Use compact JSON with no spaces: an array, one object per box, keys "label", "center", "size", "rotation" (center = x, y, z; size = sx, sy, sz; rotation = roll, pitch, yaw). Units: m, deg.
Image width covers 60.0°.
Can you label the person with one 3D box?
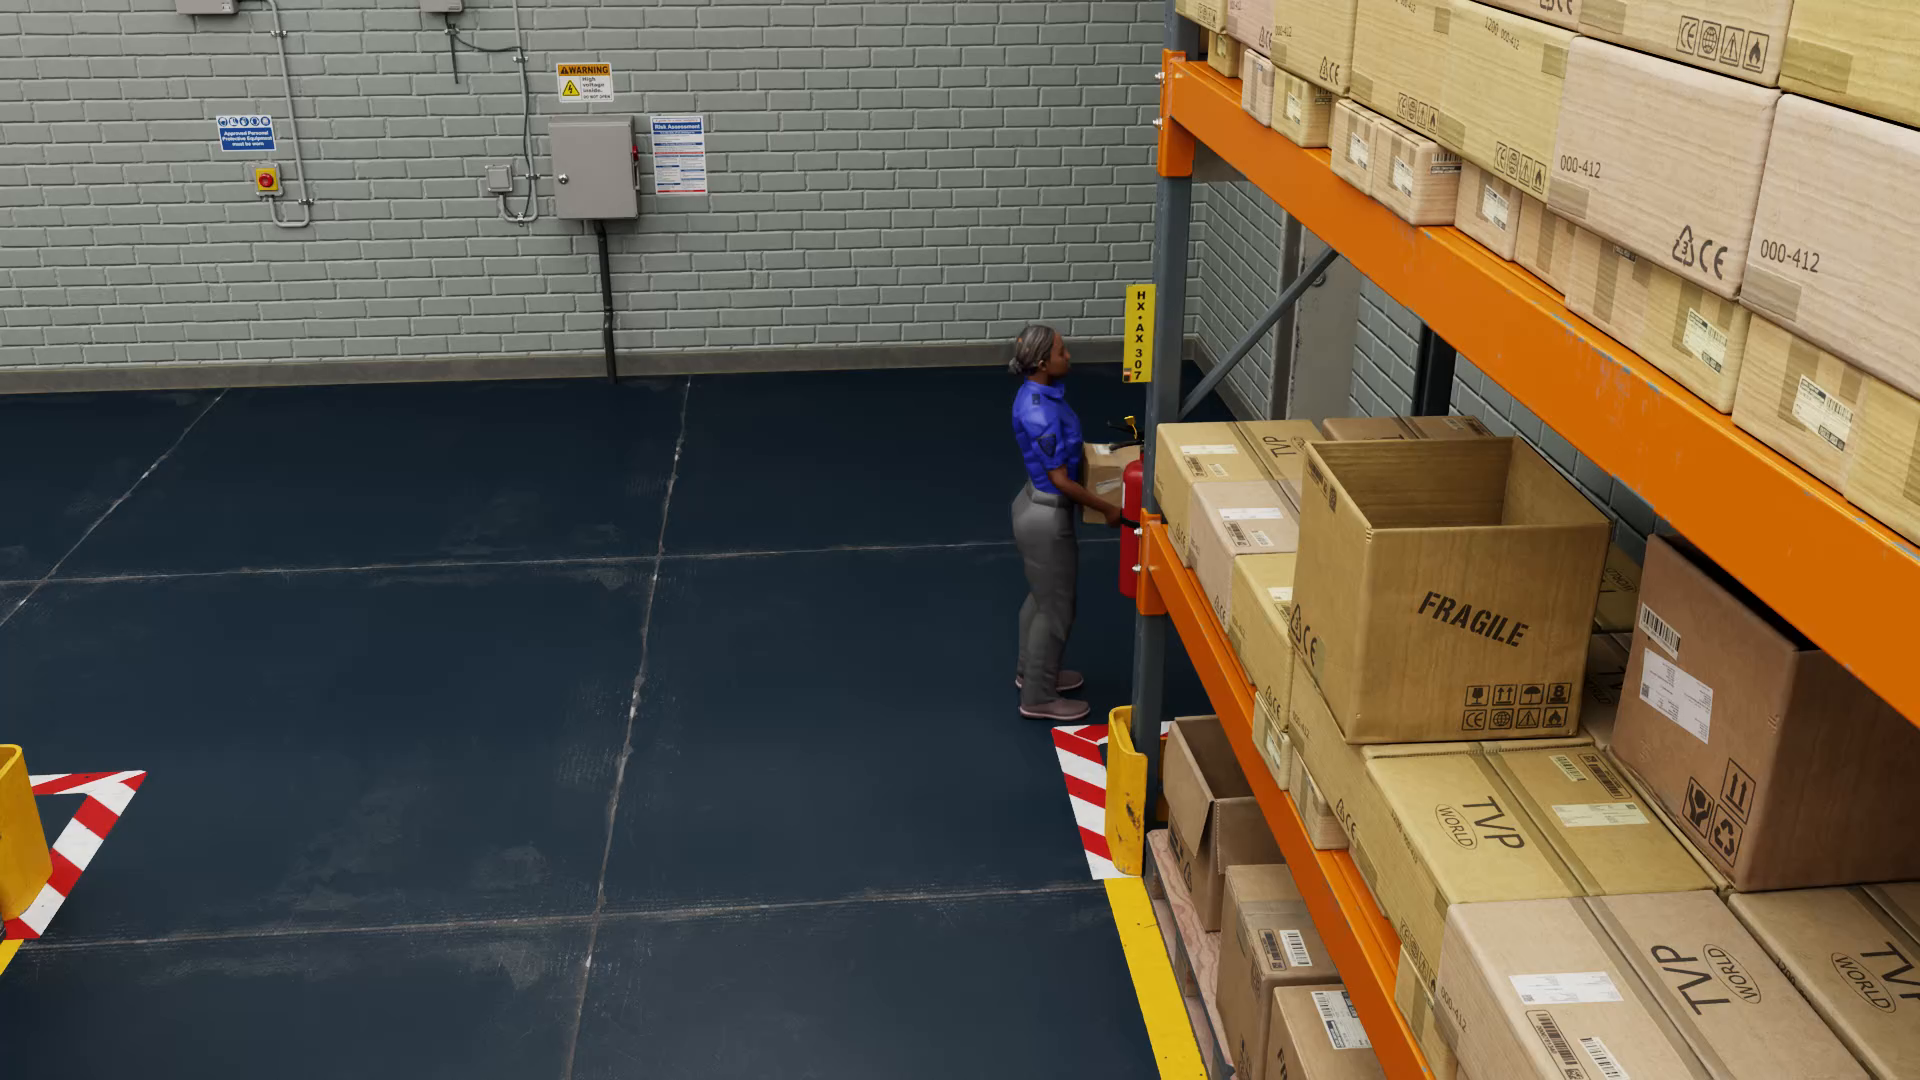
[{"label":"person","center":[0.443,-0.073,6.775],"size":[0.511,1.652,0.454],"rotation":[0,24,-1]}]
